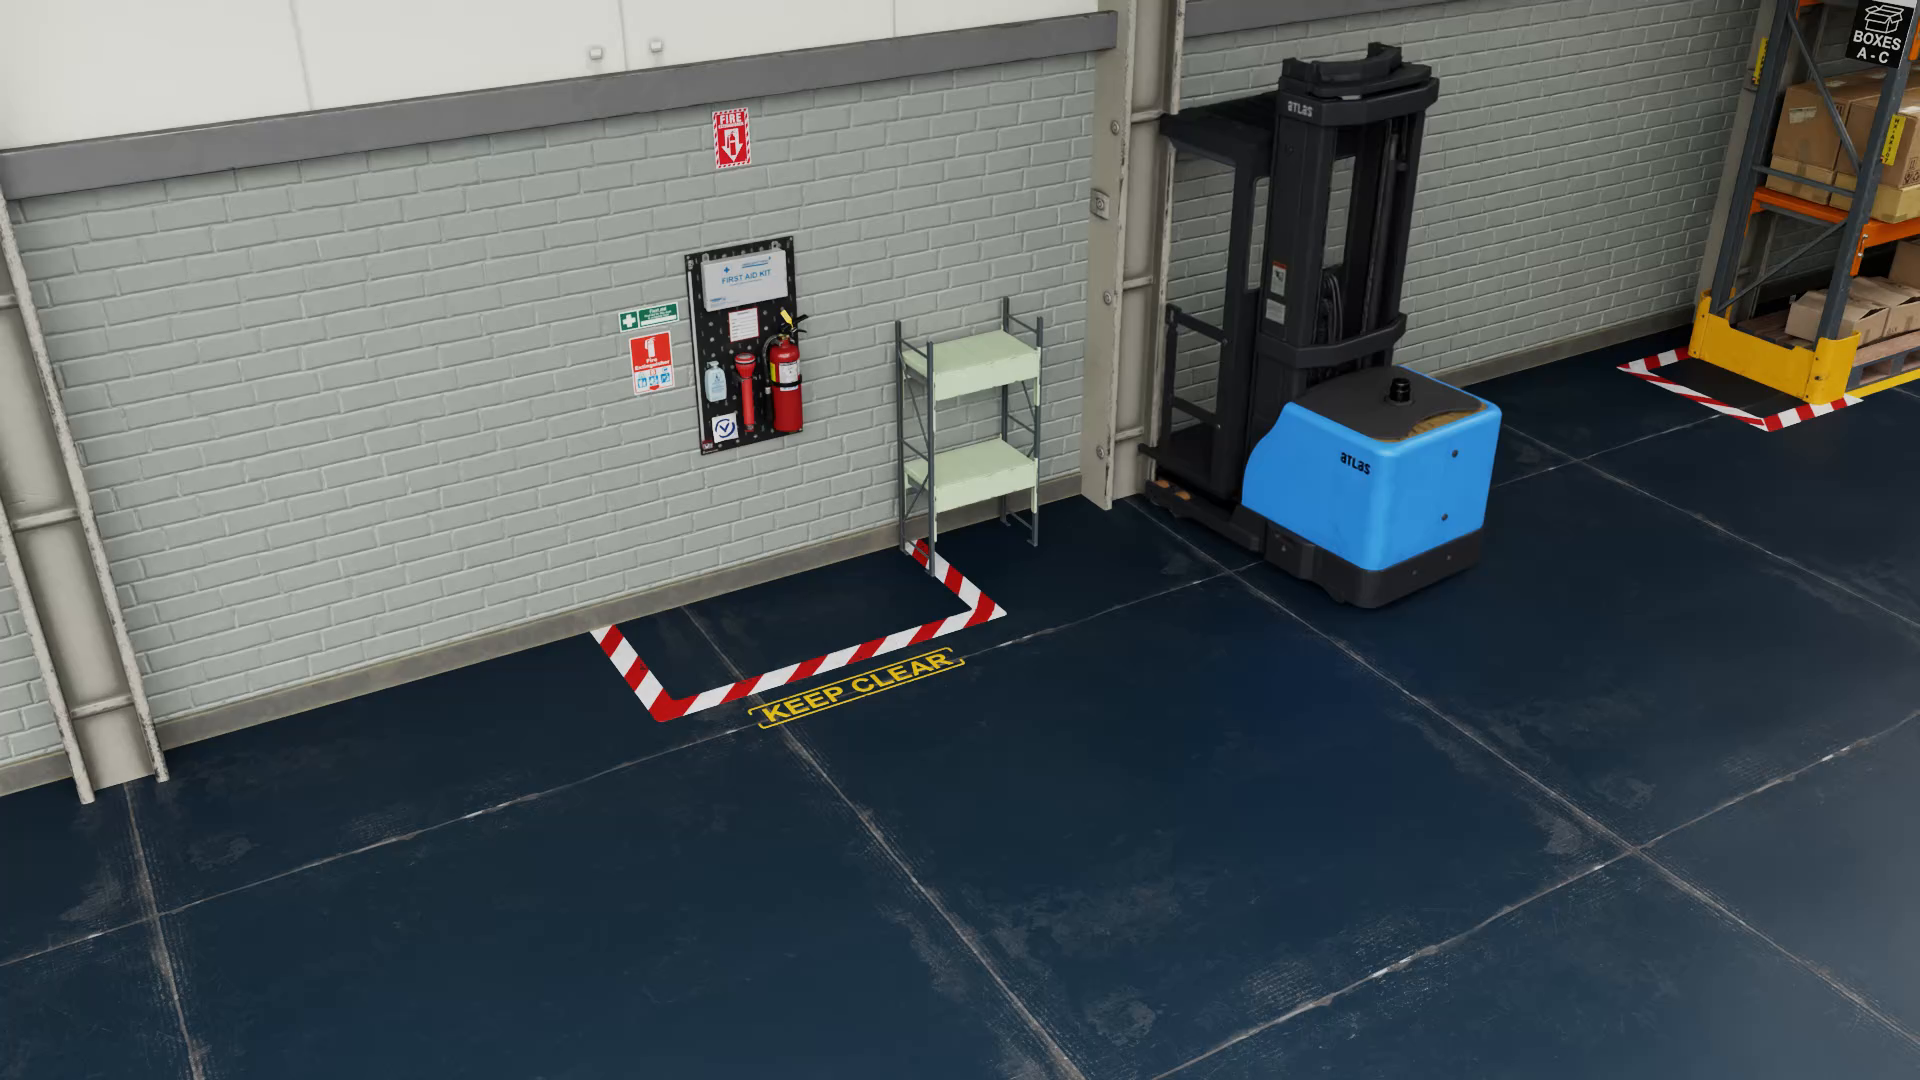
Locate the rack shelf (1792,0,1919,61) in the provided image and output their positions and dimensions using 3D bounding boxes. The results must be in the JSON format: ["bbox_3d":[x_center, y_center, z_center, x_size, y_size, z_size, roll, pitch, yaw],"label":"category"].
[{"bbox_3d":[7.758,-4.041,12.206,4.000,0.370,1.077,-16,33,-26],"label":"rack shelf"}]

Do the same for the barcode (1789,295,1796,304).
[{"bbox_3d":[6.488,-1.876,12.960,0.075,0.075,0.001,-16,33,-26],"label":"barcode"}]

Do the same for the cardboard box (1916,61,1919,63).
[{"bbox_3d":[7.649,-3.399,12.762,0.500,0.500,0.500,-15,32,-26],"label":"cardboard box"}]

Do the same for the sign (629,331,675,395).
[{"bbox_3d":[-1.653,-0.950,8.929,0.234,0.329,0.001,-16,33,-26],"label":"sign"}]

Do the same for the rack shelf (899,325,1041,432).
[{"bbox_3d":[0.053,-0.951,9.712,0.720,0.370,0.431,-16,33,-27],"label":"rack shelf"}]

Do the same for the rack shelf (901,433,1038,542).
[{"bbox_3d":[0.053,-0.324,10.058,0.720,0.370,0.431,-16,33,-27],"label":"rack shelf"}]

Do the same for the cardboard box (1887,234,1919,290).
[{"bbox_3d":[7.825,-2.082,13.147,0.500,0.500,0.700,-18,34,-29],"label":"cardboard box"}]

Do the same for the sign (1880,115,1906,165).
[{"bbox_3d":[6.308,-2.706,11.252,0.005,0.325,0.100,-16,33,-26],"label":"sign"}]

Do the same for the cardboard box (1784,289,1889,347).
[{"bbox_3d":[6.675,-1.701,12.653,0.500,0.311,0.500,-20,35,-32],"label":"cardboard box"}]

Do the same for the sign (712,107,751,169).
[{"bbox_3d":[-1.182,-2.082,8.617,0.199,0.298,0.001,-16,33,-26],"label":"sign"}]

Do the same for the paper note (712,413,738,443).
[{"bbox_3d":[-1.312,-0.627,9.292,0.142,0.148,0.016,-16,33,-26],"label":"paper note"}]

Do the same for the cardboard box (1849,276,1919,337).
[{"bbox_3d":[7.167,-1.840,12.905,0.500,0.311,0.500,-13,31,-22],"label":"cardboard box"}]

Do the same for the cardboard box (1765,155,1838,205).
[{"bbox_3d":[6.338,-2.692,12.255,0.500,0.250,0.500,-15,32,-26],"label":"cardboard box"}]

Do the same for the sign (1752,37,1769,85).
[{"bbox_3d":[5.769,-3.435,11.942,0.005,0.325,0.100,-16,33,-26],"label":"sign"}]

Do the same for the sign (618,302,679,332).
[{"bbox_3d":[-1.645,-1.180,8.796,0.331,0.109,0.001,-16,33,-26],"label":"sign"}]

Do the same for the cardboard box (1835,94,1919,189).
[{"bbox_3d":[6.597,-2.816,11.705,0.500,0.500,0.500,-16,33,-26],"label":"cardboard box"}]

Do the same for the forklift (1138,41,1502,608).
[{"bbox_3d":[1.858,-1.551,10.125,1.130,2.935,3.031,-19,34,-31],"label":"forklift"}]

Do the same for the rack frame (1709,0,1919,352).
[{"bbox_3d":[6.033,-2.553,11.870,0.127,3.000,1.000,-16,33,-26],"label":"rack frame"}]

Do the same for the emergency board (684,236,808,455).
[{"bbox_3d":[-1.124,-1.027,9.105,0.643,1.169,0.194,-16,33,-26],"label":"emergency board"}]

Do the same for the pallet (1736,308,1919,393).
[{"bbox_3d":[6.817,-1.535,12.911,1.213,0.211,1.003,-16,33,-26],"label":"pallet"}]

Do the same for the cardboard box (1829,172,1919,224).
[{"bbox_3d":[6.615,-2.484,11.878,0.500,0.250,0.500,-17,33,-28],"label":"cardboard box"}]

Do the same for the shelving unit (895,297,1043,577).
[{"bbox_3d":[0.053,-0.609,9.900,0.755,1.500,0.431,-16,33,-27],"label":"shelving unit"}]

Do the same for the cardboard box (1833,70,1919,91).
[{"bbox_3d":[6.771,-3.148,12.306,0.500,0.500,0.500,-15,32,-26],"label":"cardboard box"}]

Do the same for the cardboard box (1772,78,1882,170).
[{"bbox_3d":[6.332,-3.029,12.090,0.500,0.500,0.500,-16,33,-27],"label":"cardboard box"}]

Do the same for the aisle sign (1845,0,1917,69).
[{"bbox_3d":[6.123,-3.549,10.984,0.004,0.787,0.394,-16,33,-26],"label":"aisle sign"}]

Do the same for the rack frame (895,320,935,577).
[{"bbox_3d":[-0.261,-0.519,9.735,0.023,1.500,0.400,-16,33,-27],"label":"rack frame"}]

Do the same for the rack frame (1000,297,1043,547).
[{"bbox_3d":[0.367,-0.700,10.065,0.023,1.500,0.400,-16,33,-27],"label":"rack frame"}]

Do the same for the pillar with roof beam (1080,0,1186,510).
[{"bbox_3d":[3.207,-2.449,5.473,0.400,9.000,9.100,-16,33,-26],"label":"pillar with roof beam"}]

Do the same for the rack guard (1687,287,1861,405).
[{"bbox_3d":[6.099,-1.477,12.508,0.348,0.500,1.175,-16,33,-26],"label":"rack guard"}]

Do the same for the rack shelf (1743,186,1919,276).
[{"bbox_3d":[7.758,-2.728,12.931,4.000,0.370,1.077,-16,33,-26],"label":"rack shelf"}]

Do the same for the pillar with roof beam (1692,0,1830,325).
[{"bbox_3d":[8.380,-3.918,8.135,0.400,9.000,9.100,-16,33,-26],"label":"pillar with roof beam"}]

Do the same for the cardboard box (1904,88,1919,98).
[{"bbox_3d":[7.028,-2.933,11.917,0.500,0.500,0.500,-16,33,-26],"label":"cardboard box"}]

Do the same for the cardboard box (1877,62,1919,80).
[{"bbox_3d":[7.215,-3.276,12.538,0.500,0.500,0.500,-17,33,-28],"label":"cardboard box"}]

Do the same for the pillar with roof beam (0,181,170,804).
[{"bbox_3d":[-1.966,-0.981,2.812,0.400,9.000,9.100,-16,33,-26],"label":"pillar with roof beam"}]
